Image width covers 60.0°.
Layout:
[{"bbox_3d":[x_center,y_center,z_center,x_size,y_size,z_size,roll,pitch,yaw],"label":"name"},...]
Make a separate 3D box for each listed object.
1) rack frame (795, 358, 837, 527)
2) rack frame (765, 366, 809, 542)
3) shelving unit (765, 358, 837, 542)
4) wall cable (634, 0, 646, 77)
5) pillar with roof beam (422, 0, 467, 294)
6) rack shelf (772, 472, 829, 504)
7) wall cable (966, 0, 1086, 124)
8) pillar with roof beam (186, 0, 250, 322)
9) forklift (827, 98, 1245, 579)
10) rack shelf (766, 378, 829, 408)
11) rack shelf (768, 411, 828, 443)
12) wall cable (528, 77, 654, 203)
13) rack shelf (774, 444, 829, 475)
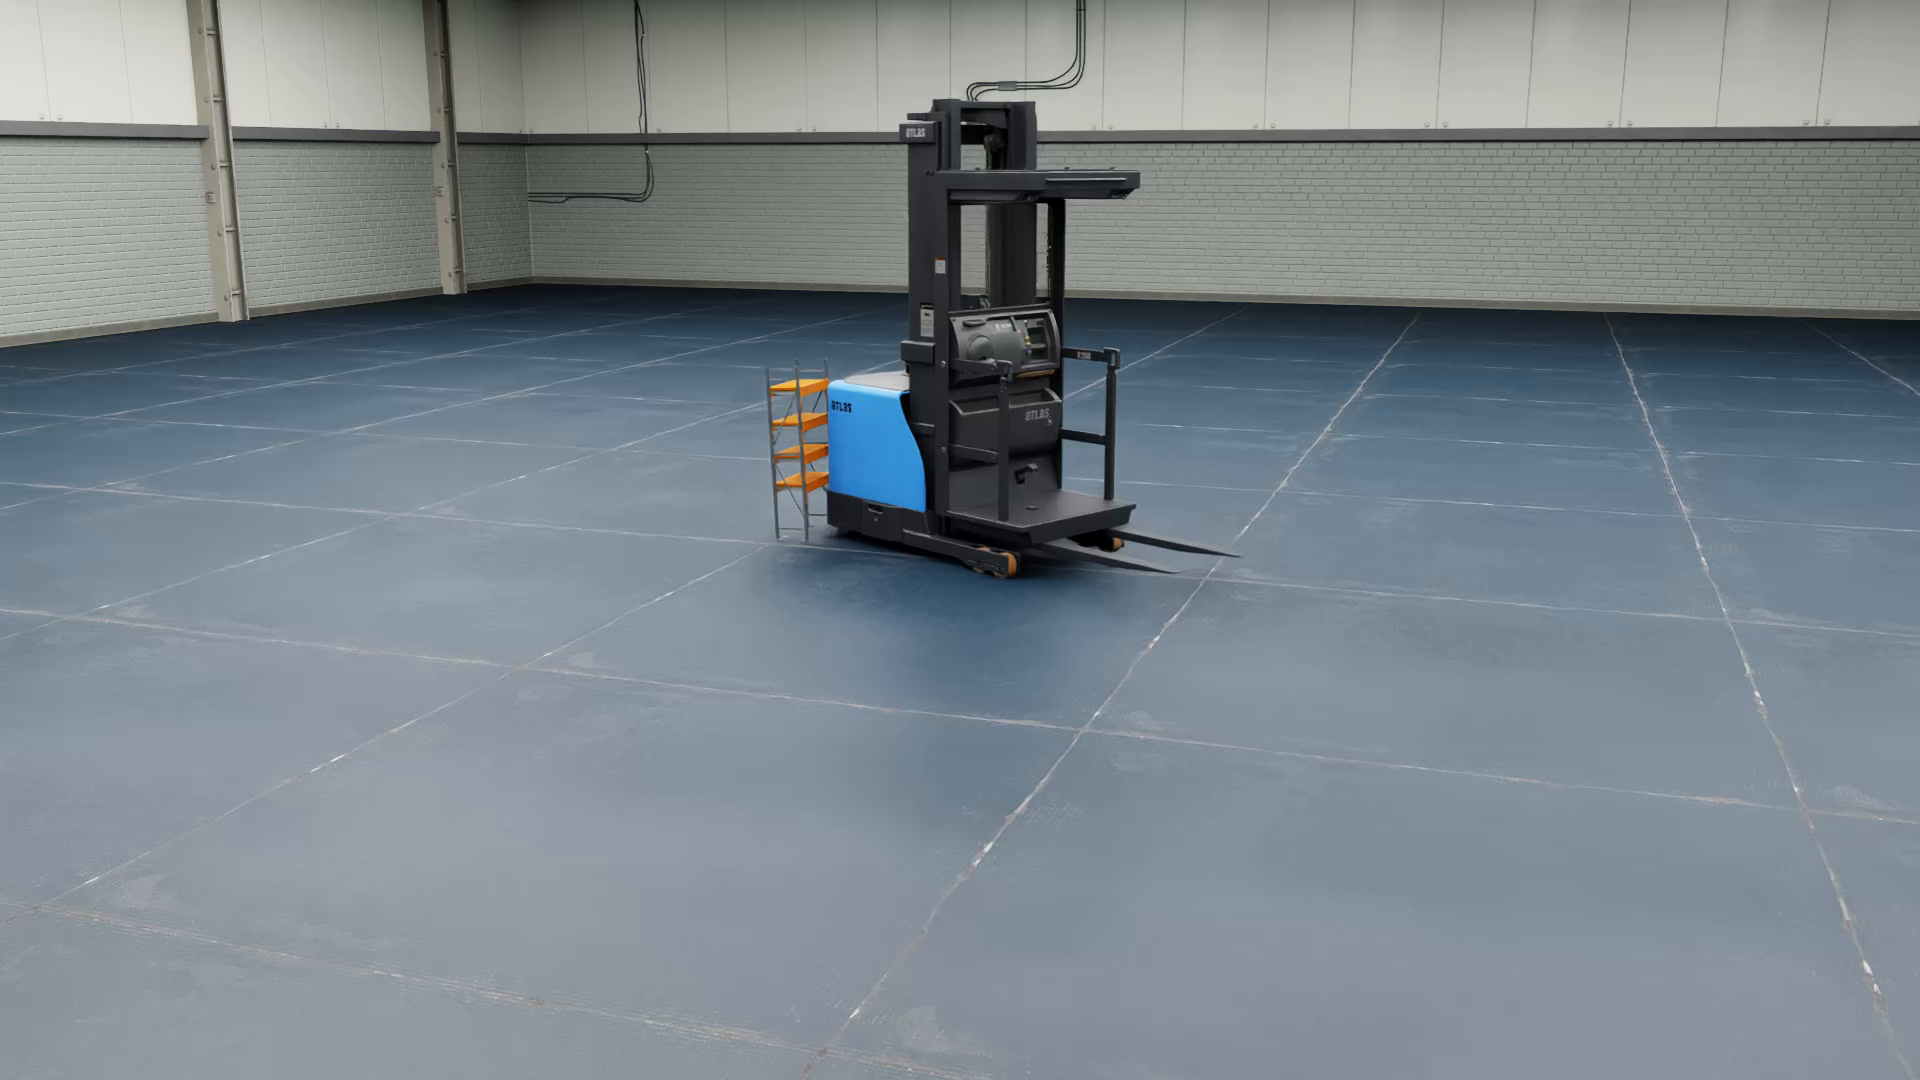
[{"bbox_3d":[-1.018,-0.682,11.753,0.240,1.200,0.015,2,13,19],"label":"rack frame"},{"bbox_3d":[-1.175,-0.579,11.302,0.240,1.200,0.015,2,13,19],"label":"rack frame"},{"bbox_3d":[-1.096,-0.630,11.528,0.258,1.200,0.503,2,13,19],"label":"shelving unit"},{"bbox_3d":[-5.204,-10.530,33.028,3.097,2.526,0.112,4,14,18],"label":"wall cable"},{"bbox_3d":[-5.895,-8.941,30.439,9.100,9.000,0.400,4,14,18],"label":"pillar with roof beam"},{"bbox_3d":[-1.086,-0.370,11.583,0.258,0.148,0.480,2,13,19],"label":"rack shelf"},{"bbox_3d":[1.214,-10.747,30.710,2.305,6.003,0.169,4,14,18],"label":"wall cable"},{"bbox_3d":[-7.836,-7.678,24.904,9.100,9.000,0.400,4,14,18],"label":"pillar with roof beam"},{"bbox_3d":[0.448,-1.315,10.664,1.130,2.935,3.031,-12,17,-42],"label":"forklift"},{"bbox_3d":[-1.112,-1.014,11.446,0.258,0.148,0.480,2,13,19],"label":"rack shelf"},{"bbox_3d":[-1.103,-0.783,11.495,0.258,0.148,0.480,2,13,19],"label":"rack shelf"},{"bbox_3d":[-7.764,-8.262,34.443,3.097,2.526,0.112,4,14,18],"label":"wall cable"},{"bbox_3d":[-1.094,-0.564,11.542,0.258,0.148,0.480,2,13,19],"label":"rack shelf"}]
